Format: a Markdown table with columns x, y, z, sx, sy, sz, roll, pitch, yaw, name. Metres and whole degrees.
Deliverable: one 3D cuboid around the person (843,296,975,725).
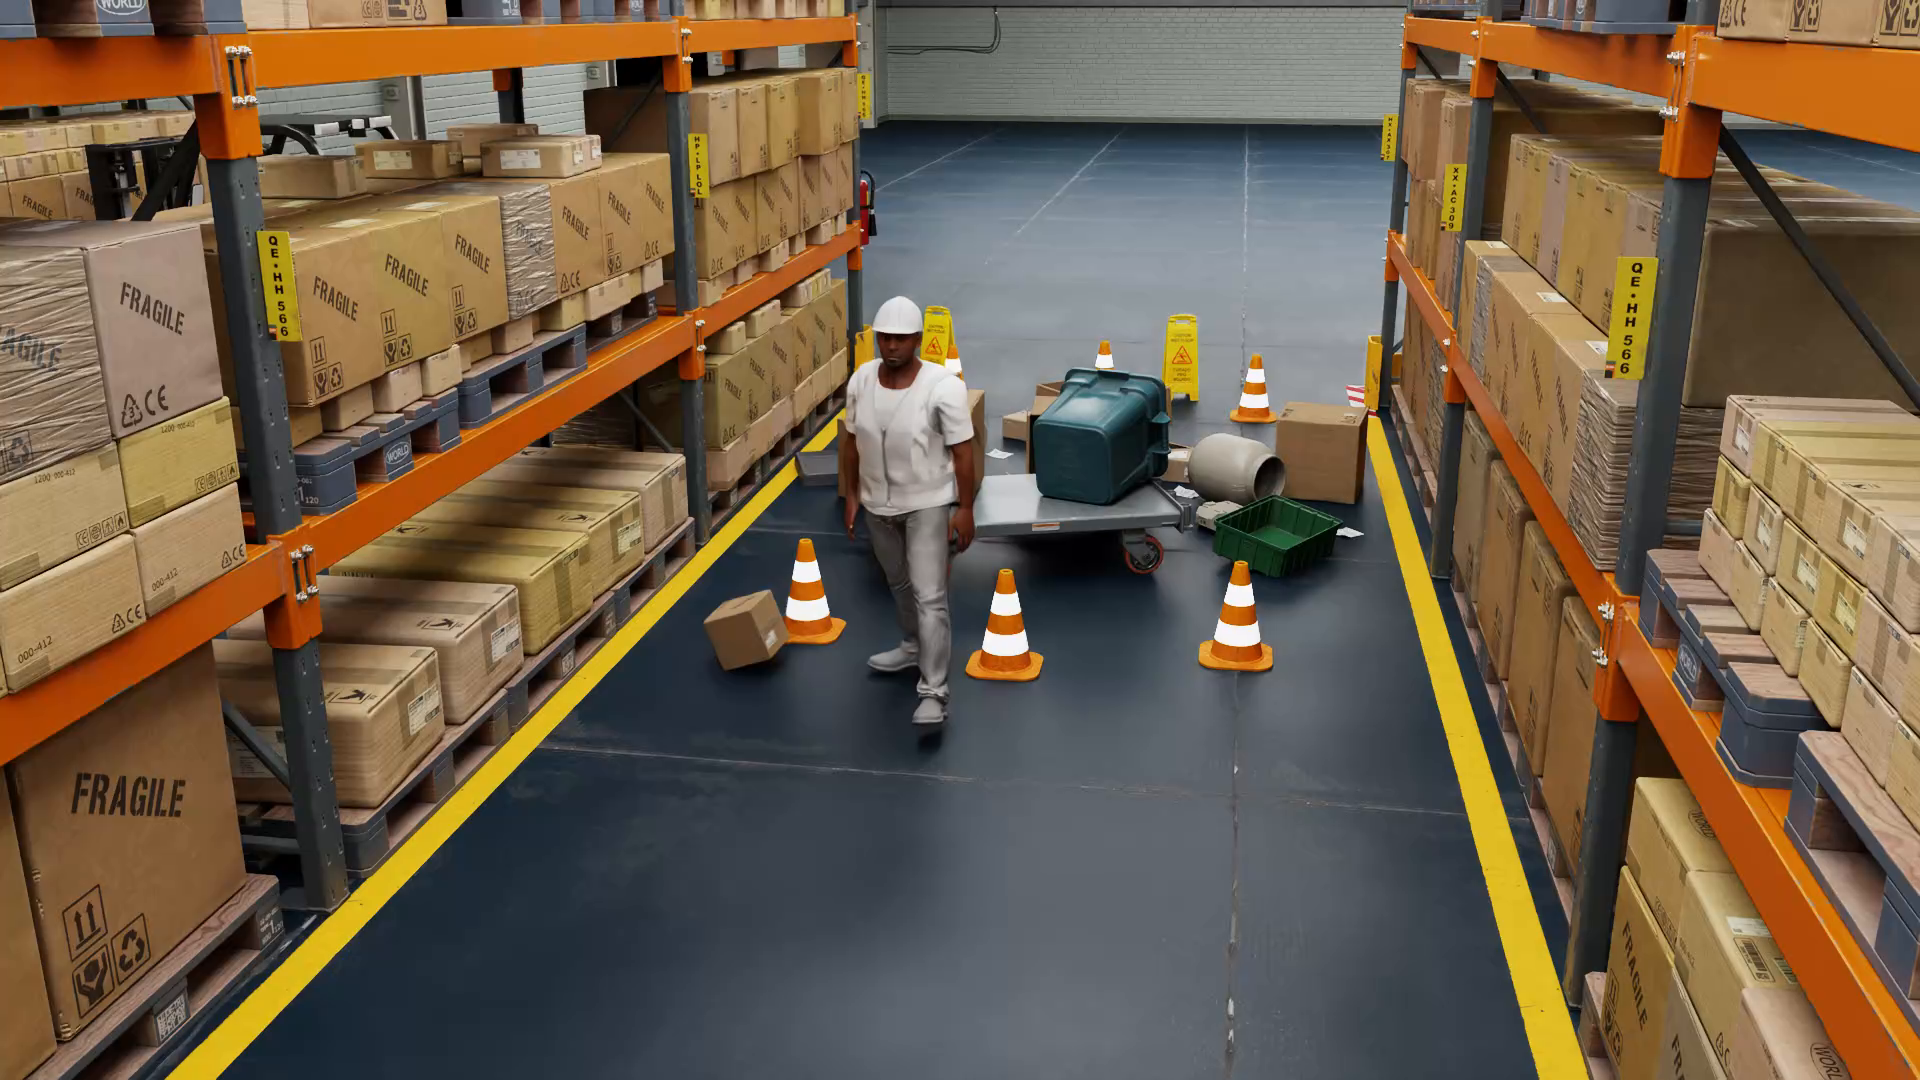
| x | y | z | sx | sy | sz | roll | pitch | yaw | name |
| --- | --- | --- | --- | --- | --- | --- | --- | --- | --- |
| -0.216 | -0.141 | 6.914 | 0.687 | 1.729 | 0.828 | 10 | 20 | 28 | person |
